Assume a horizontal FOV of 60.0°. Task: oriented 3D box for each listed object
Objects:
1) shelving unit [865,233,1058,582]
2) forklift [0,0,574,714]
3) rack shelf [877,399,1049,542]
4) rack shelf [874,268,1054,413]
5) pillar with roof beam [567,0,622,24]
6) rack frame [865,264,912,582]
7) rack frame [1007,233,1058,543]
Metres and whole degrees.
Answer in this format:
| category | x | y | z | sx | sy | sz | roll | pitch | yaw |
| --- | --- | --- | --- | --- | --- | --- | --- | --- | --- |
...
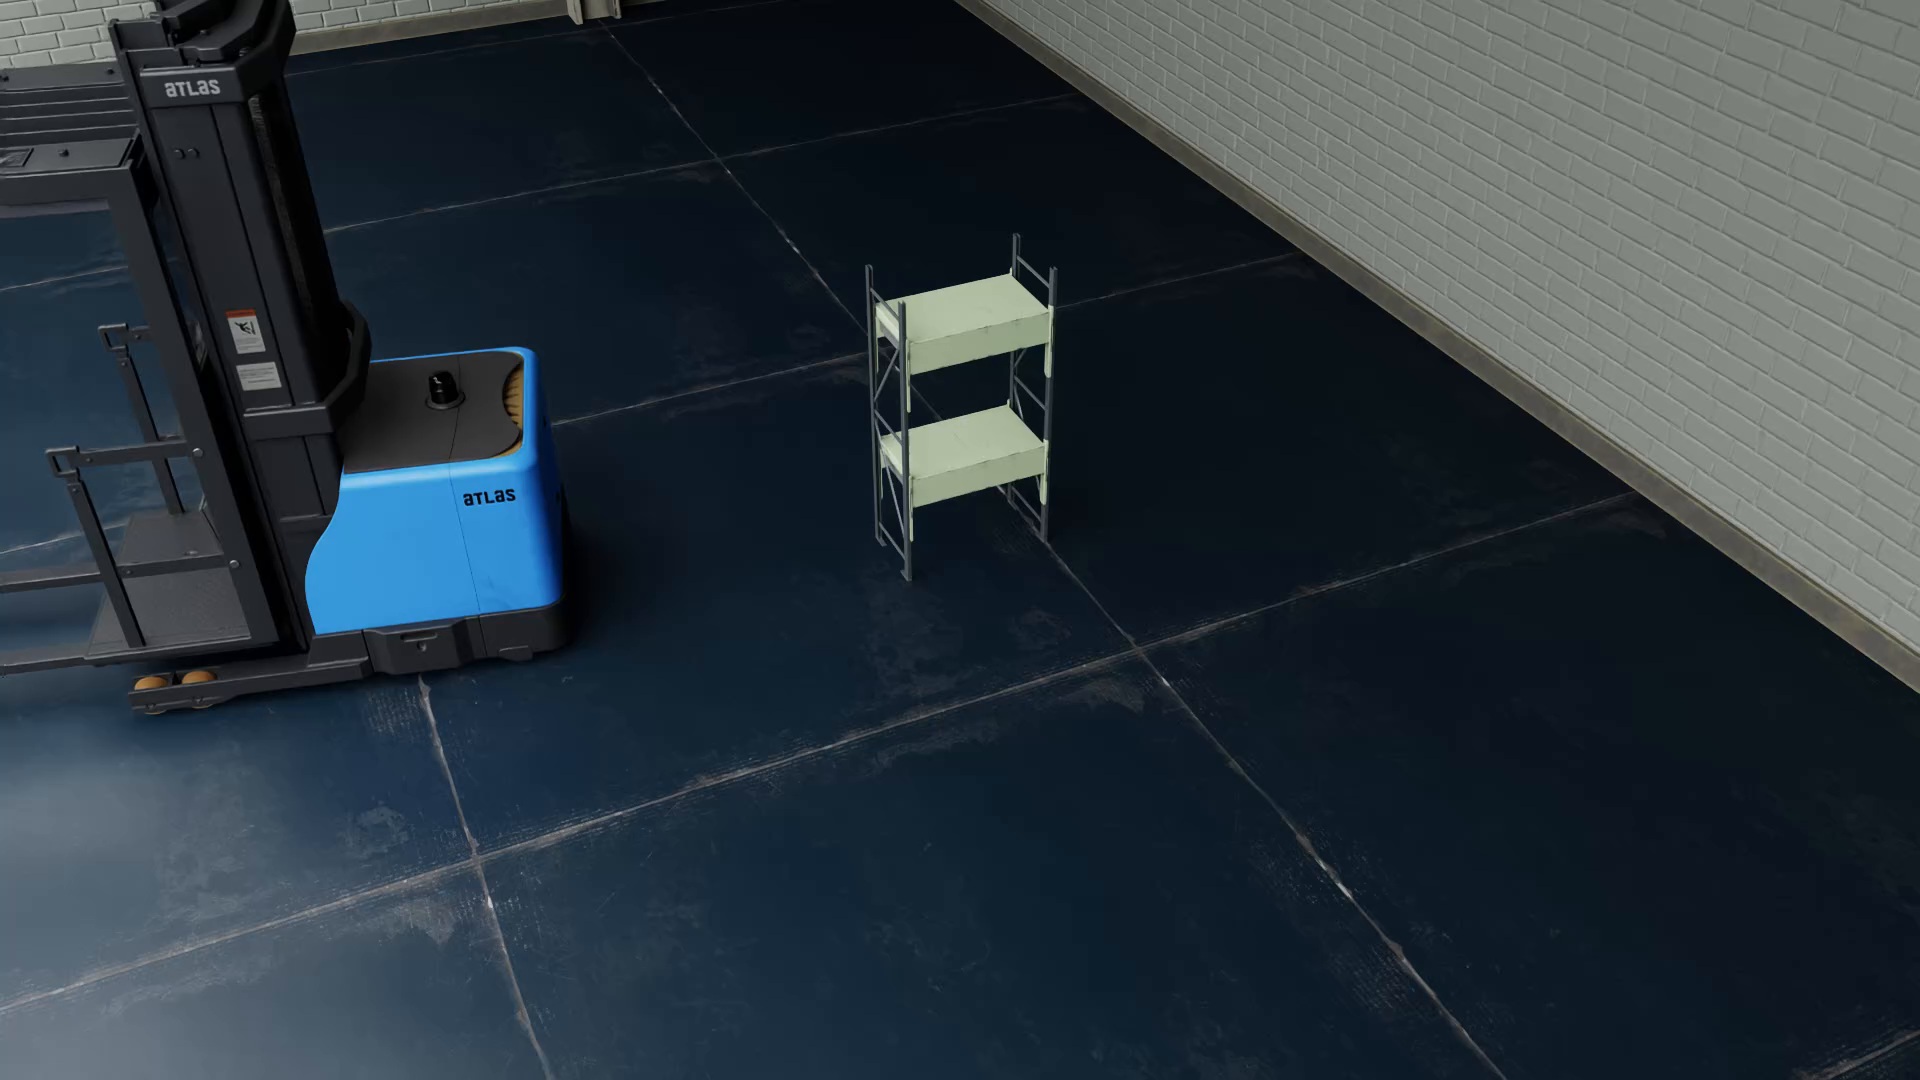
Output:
| category | x | y | z | sx | sy | sz | roll | pitch | yaw |
| --- | --- | --- | --- | --- | --- | --- | --- | --- | --- |
| shelving unit | 0.006 | -0.604 | 7.805 | 0.755 | 1.500 | 0.431 | -16 | 39 | -20 |
| forklift | -3.325 | -0.763 | 6.818 | 3.031 | 2.935 | 1.130 | -7 | 37 | -9 |
| rack shelf | 0.006 | -0.342 | 8.000 | 0.720 | 0.370 | 0.431 | -16 | 39 | -20 |
| rack shelf | 0.006 | -0.918 | 7.573 | 0.720 | 0.370 | 0.431 | -16 | 39 | -20 |
| pillar with roof beam | -1.322 | -5.819 | 8.542 | 0.400 | 9.000 | 9.100 | -16 | 39 | -20 |
| rack frame | -0.325 | -0.511 | 7.681 | 0.023 | 1.500 | 0.400 | -16 | 39 | -20 |
| rack frame | 0.337 | -0.697 | 7.930 | 0.023 | 1.500 | 0.400 | -16 | 39 | -20 |
